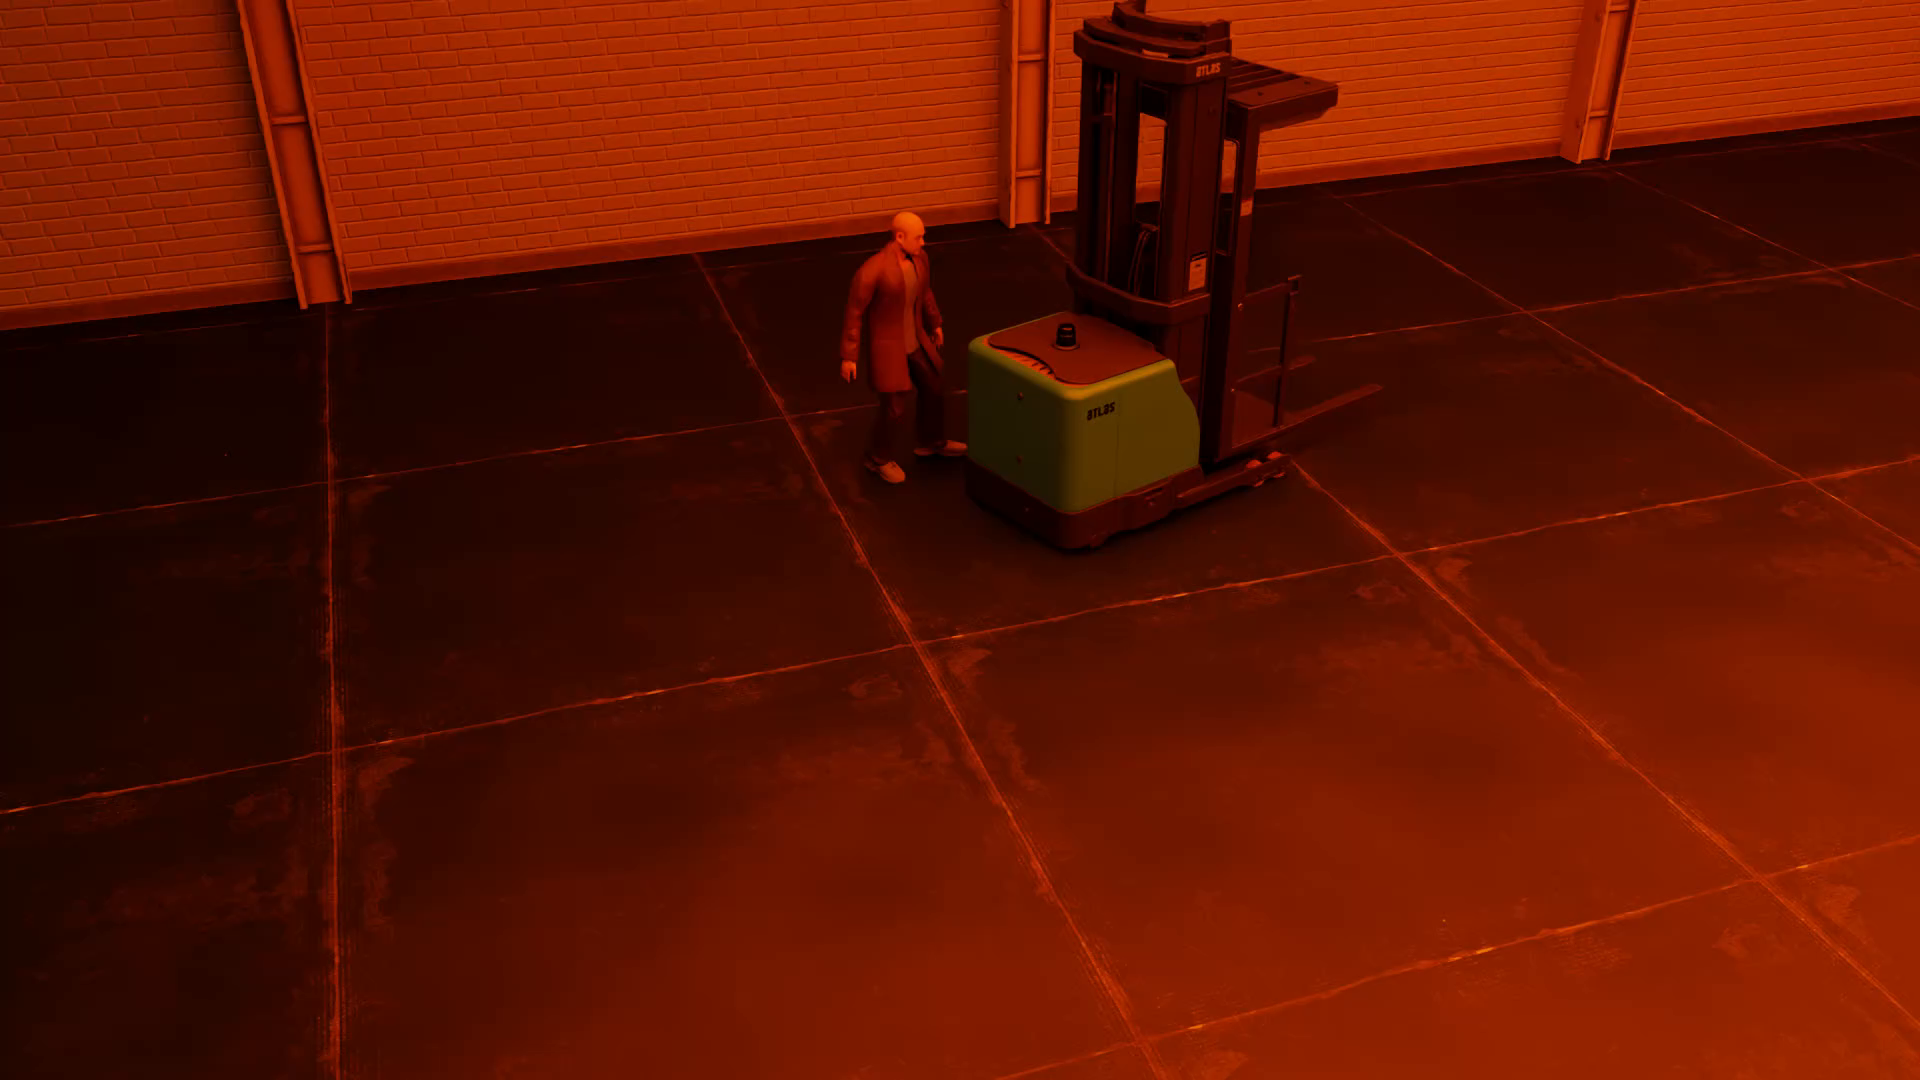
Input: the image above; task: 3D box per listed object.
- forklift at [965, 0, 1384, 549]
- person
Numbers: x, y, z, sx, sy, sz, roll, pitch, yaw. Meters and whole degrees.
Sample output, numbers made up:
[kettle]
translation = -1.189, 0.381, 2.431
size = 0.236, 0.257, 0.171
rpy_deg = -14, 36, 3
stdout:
[forklift]
translation = 1.508, -1.800, 10.215
size = 3.031, 2.935, 1.130
rpy_deg = -21, 36, -32
[person]
translation = -0.366, -1.222, 10.406
size = 0.413, 1.750, 0.899
rpy_deg = 23, 37, 34
